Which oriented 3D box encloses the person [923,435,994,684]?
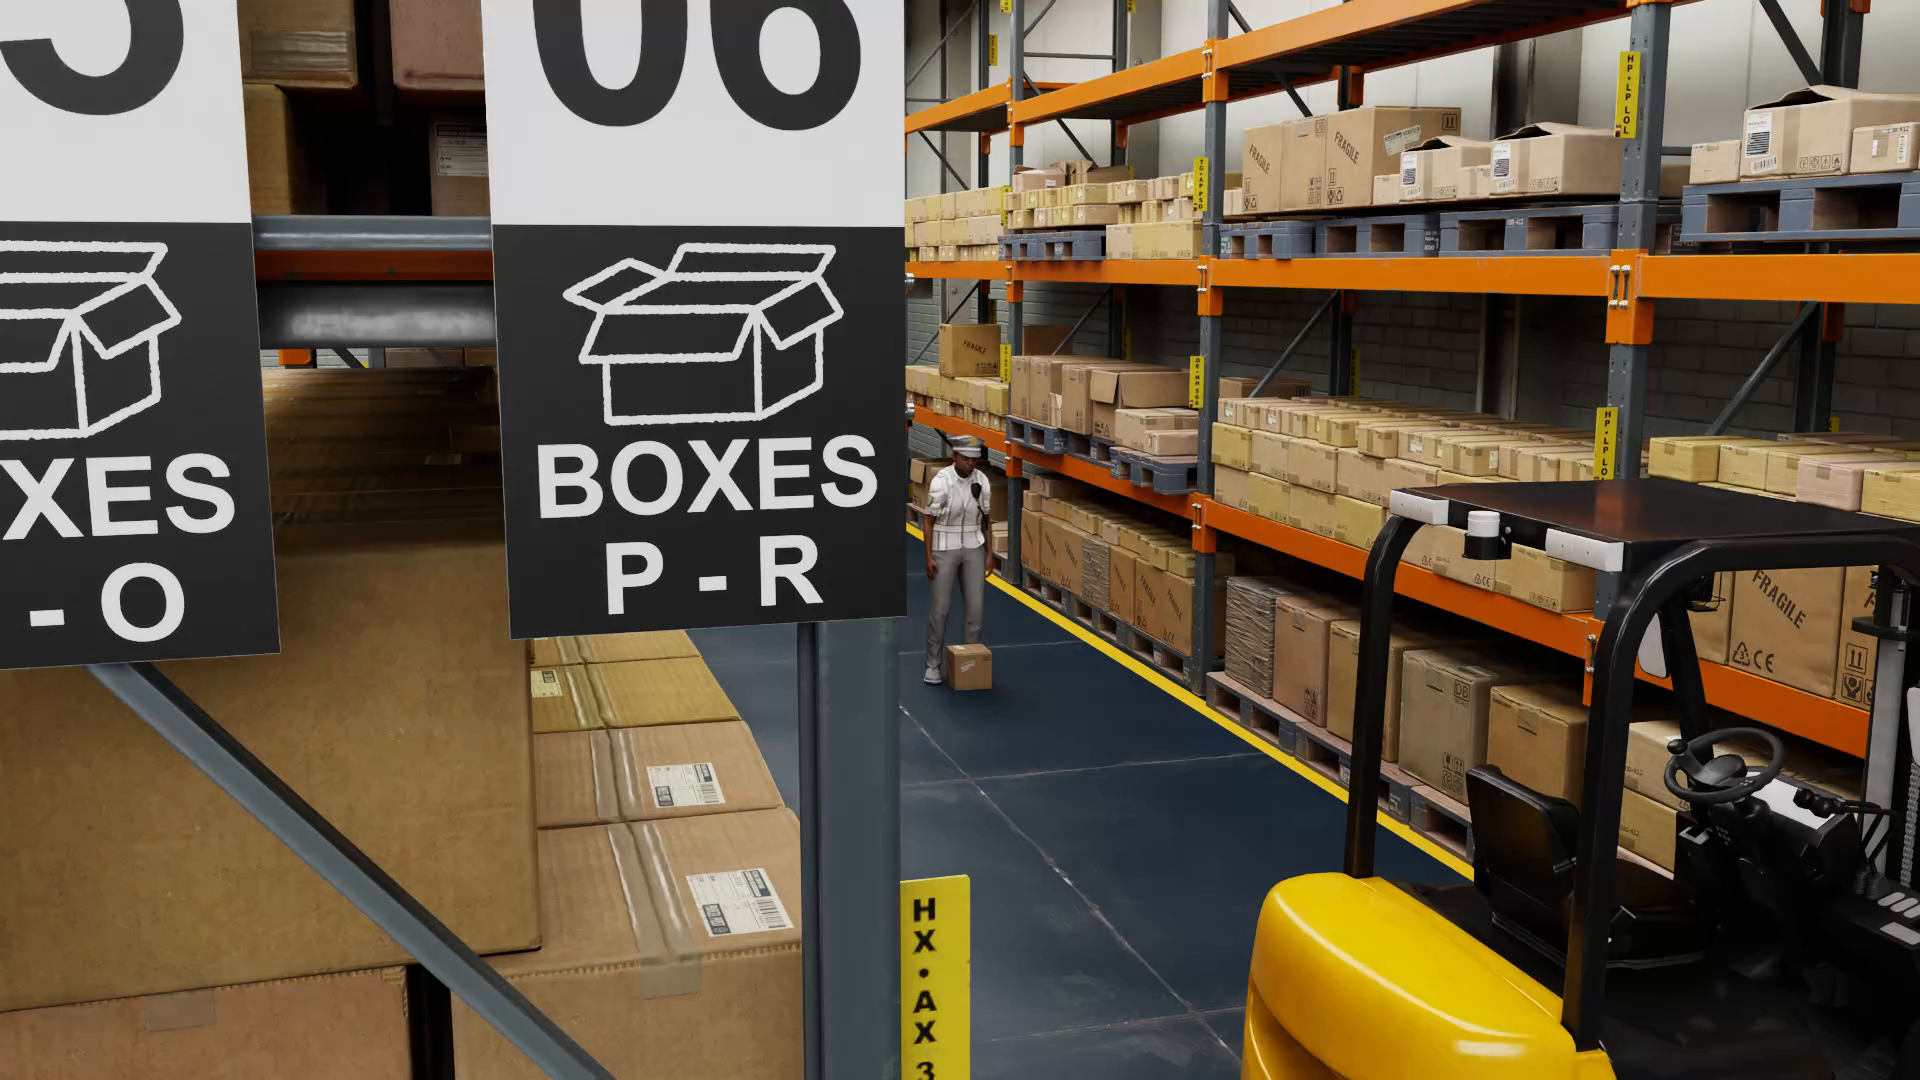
[{"bbox_3d":[-0.012,0.119,11.163,0.527,1.658,0.427,-3,10,-19],"label":"person"}]
